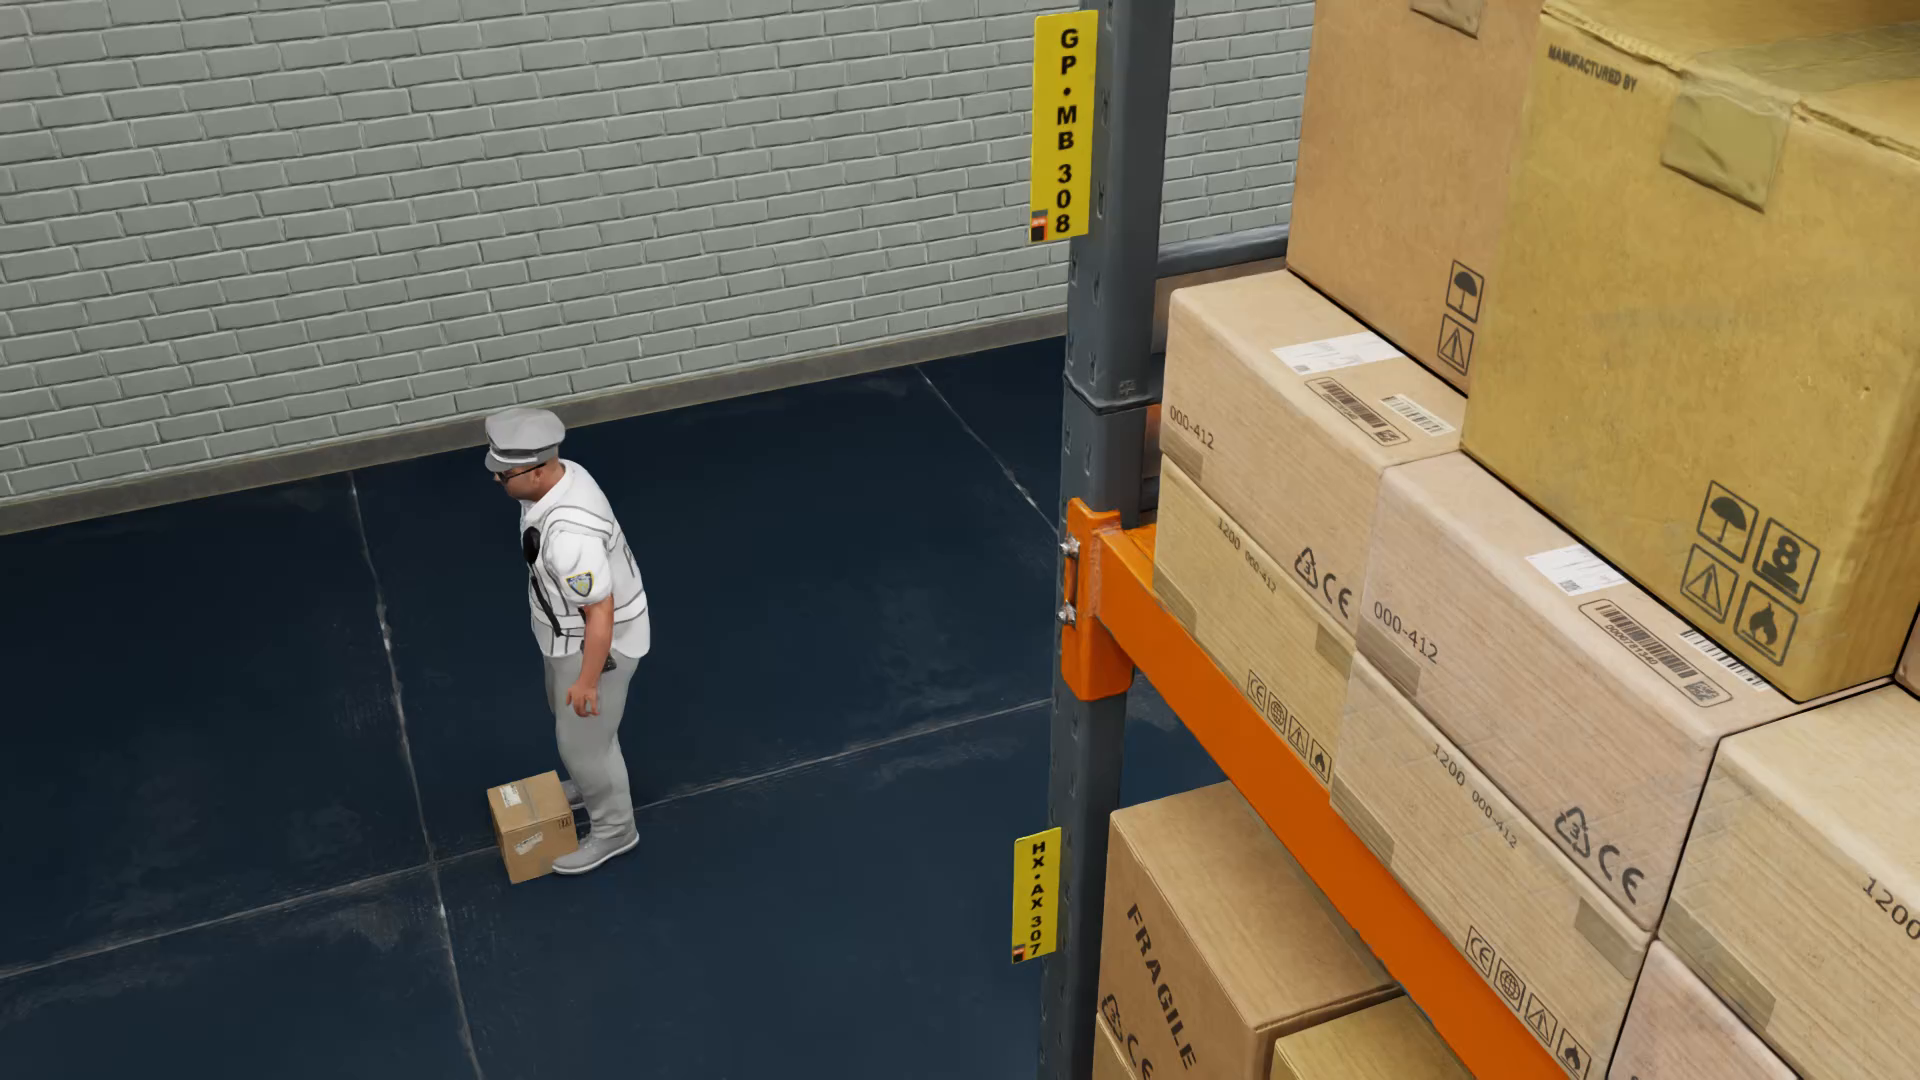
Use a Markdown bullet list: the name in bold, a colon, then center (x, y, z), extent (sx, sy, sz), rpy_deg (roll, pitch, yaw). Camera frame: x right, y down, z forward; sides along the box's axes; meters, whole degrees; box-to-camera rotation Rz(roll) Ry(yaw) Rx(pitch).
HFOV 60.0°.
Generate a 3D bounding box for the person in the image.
- **person**: center (-1.290, 0.336, 5.621), extent (0.466, 1.748, 0.586), rpy_deg (-13, 35, -19)
